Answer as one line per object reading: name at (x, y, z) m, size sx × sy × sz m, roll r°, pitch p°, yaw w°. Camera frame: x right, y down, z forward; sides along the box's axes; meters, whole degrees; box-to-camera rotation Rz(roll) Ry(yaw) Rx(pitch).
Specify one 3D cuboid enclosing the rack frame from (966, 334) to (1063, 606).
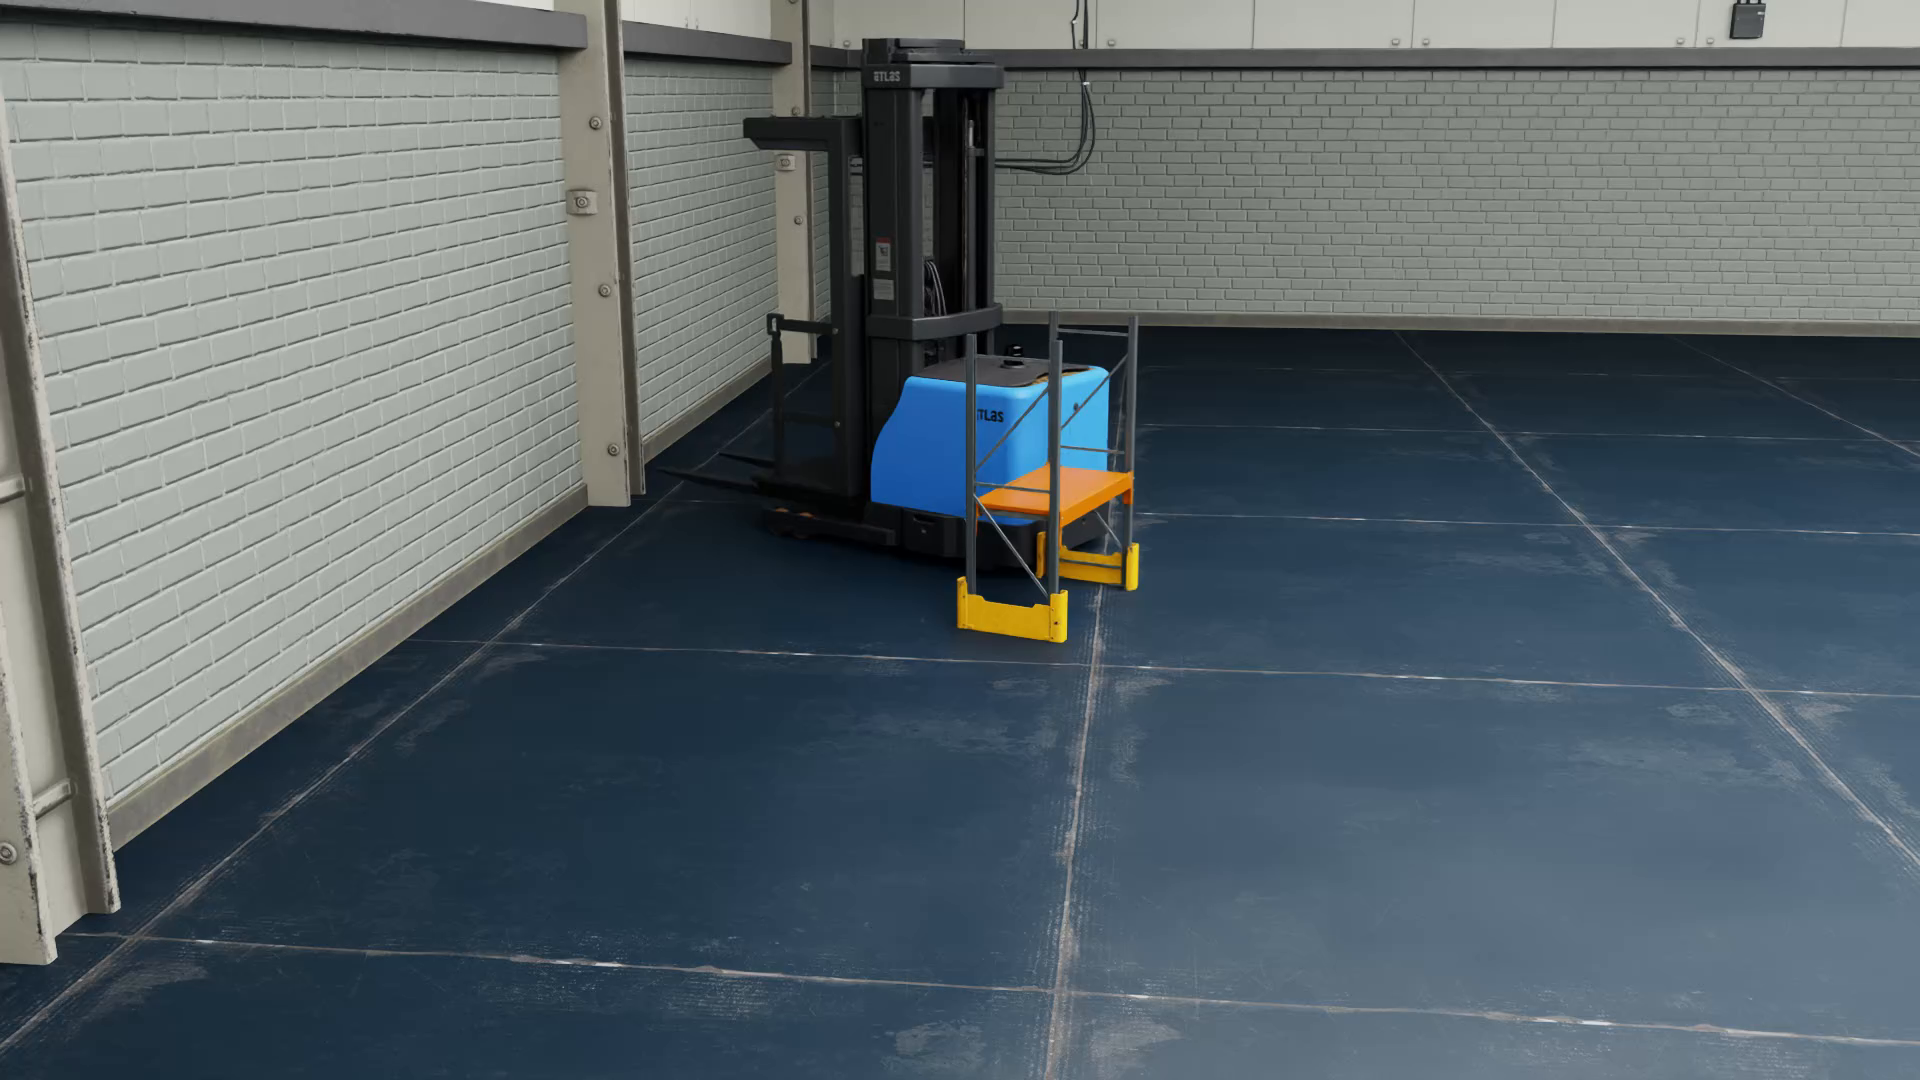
rack frame at (0.259, -0.254, 8.228) m, size 0.500 × 1.500 × 0.032 m, roll 7°, pitch 17°, yaw 26°

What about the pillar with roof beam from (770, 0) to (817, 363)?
pillar with roof beam at (2.633, -6.050, 15.297) m, size 9.100 × 9.000 × 0.400 m, roll 2°, pitch 15°, yaw 6°

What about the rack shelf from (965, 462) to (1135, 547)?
rack shelf at (0.487, -0.199, 8.714) m, size 0.538 × 0.185 × 1.000 m, roll 7°, pitch 17°, yaw 26°

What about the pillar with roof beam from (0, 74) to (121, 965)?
pillar with roof beam at (1.279, -2.938, 3.787) m, size 9.100 × 9.000 × 0.400 m, roll 2°, pitch 15°, yaw 6°

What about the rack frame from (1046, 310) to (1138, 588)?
rack frame at (0.715, -0.491, 9.106) m, size 0.500 × 1.500 × 0.032 m, roll 7°, pitch 17°, yaw 26°

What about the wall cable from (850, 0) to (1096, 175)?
wall cable at (0.002, -5.403, 18.853) m, size 3.097 × 2.526 × 0.112 m, roll 2°, pitch 15°, yaw 6°

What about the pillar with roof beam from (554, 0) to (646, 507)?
pillar with roof beam at (1.956, -4.494, 9.542) m, size 9.100 × 9.000 × 0.400 m, roll 2°, pitch 15°, yaw 6°

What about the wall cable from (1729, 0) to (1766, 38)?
wall cable at (9.433, -8.260, 16.954) m, size 2.305 × 6.003 × 0.169 m, roll 2°, pitch 15°, yaw 6°

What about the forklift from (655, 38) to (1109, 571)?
forklift at (-0.604, -1.519, 10.165) m, size 3.031 × 2.935 × 1.130 m, roll 10°, pitch 18°, yaw 34°

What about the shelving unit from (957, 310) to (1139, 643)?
shelving unit at (0.483, -0.371, 8.659) m, size 0.587 × 1.500 × 1.083 m, roll 7°, pitch 17°, yaw 26°

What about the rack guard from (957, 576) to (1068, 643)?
rack guard at (0.260, 0.349, 8.393) m, size 0.587 × 0.250 × 0.087 m, roll 7°, pitch 17°, yaw 26°

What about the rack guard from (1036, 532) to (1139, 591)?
rack guard at (0.706, 0.116, 9.252) m, size 0.587 × 0.250 × 0.087 m, roll 7°, pitch 17°, yaw 26°
